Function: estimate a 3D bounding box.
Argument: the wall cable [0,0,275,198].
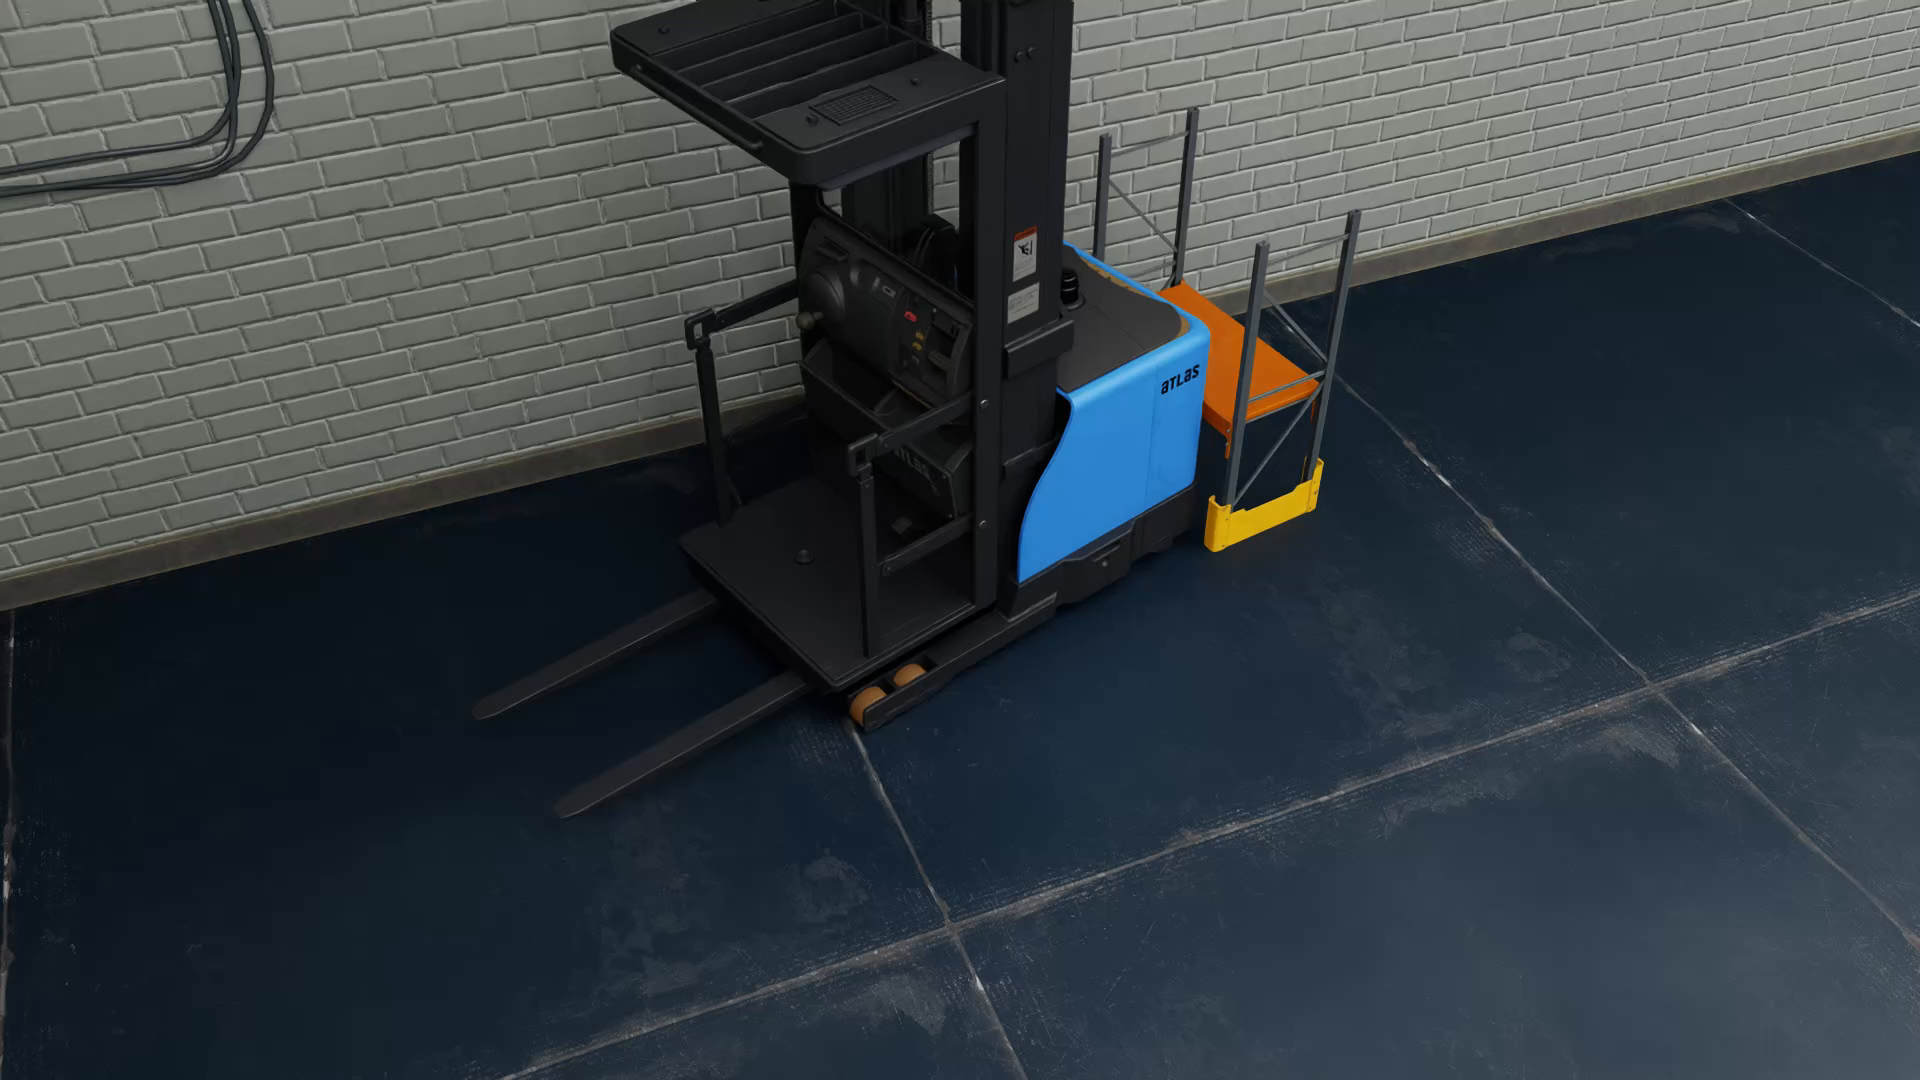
[{"bbox_3d":[-3.900,-1.949,4.997,3.097,2.526,0.112,-15,43,-17],"label":"wall cable"}]

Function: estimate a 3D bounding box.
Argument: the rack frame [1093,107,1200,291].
[{"bbox_3d":[0.801,-1.189,7.482,0.500,1.500,0.032,-22,45,-23],"label":"rack frame"}]

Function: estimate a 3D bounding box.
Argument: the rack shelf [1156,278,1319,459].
[{"bbox_3d":[1.067,-0.770,7.271,0.538,0.185,1.000,-22,45,-23],"label":"rack shelf"}]

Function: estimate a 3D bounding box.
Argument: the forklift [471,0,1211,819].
[{"bbox_3d":[-0.441,-0.772,5.900,3.031,2.935,1.130,-29,48,-29],"label":"forklift"}]

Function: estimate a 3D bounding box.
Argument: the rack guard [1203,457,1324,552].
[{"bbox_3d":[1.323,-0.161,7.245,0.587,0.250,0.087,-22,45,-23],"label":"rack guard"}]

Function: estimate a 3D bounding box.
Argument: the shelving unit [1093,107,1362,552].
[{"bbox_3d":[1.062,-0.911,7.160,0.587,1.500,1.083,-22,45,-23],"label":"shelving unit"}]

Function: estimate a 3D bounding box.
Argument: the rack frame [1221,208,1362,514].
[{"bbox_3d":[1.333,-0.624,6.825,0.500,1.500,0.032,-22,45,-23],"label":"rack frame"}]
